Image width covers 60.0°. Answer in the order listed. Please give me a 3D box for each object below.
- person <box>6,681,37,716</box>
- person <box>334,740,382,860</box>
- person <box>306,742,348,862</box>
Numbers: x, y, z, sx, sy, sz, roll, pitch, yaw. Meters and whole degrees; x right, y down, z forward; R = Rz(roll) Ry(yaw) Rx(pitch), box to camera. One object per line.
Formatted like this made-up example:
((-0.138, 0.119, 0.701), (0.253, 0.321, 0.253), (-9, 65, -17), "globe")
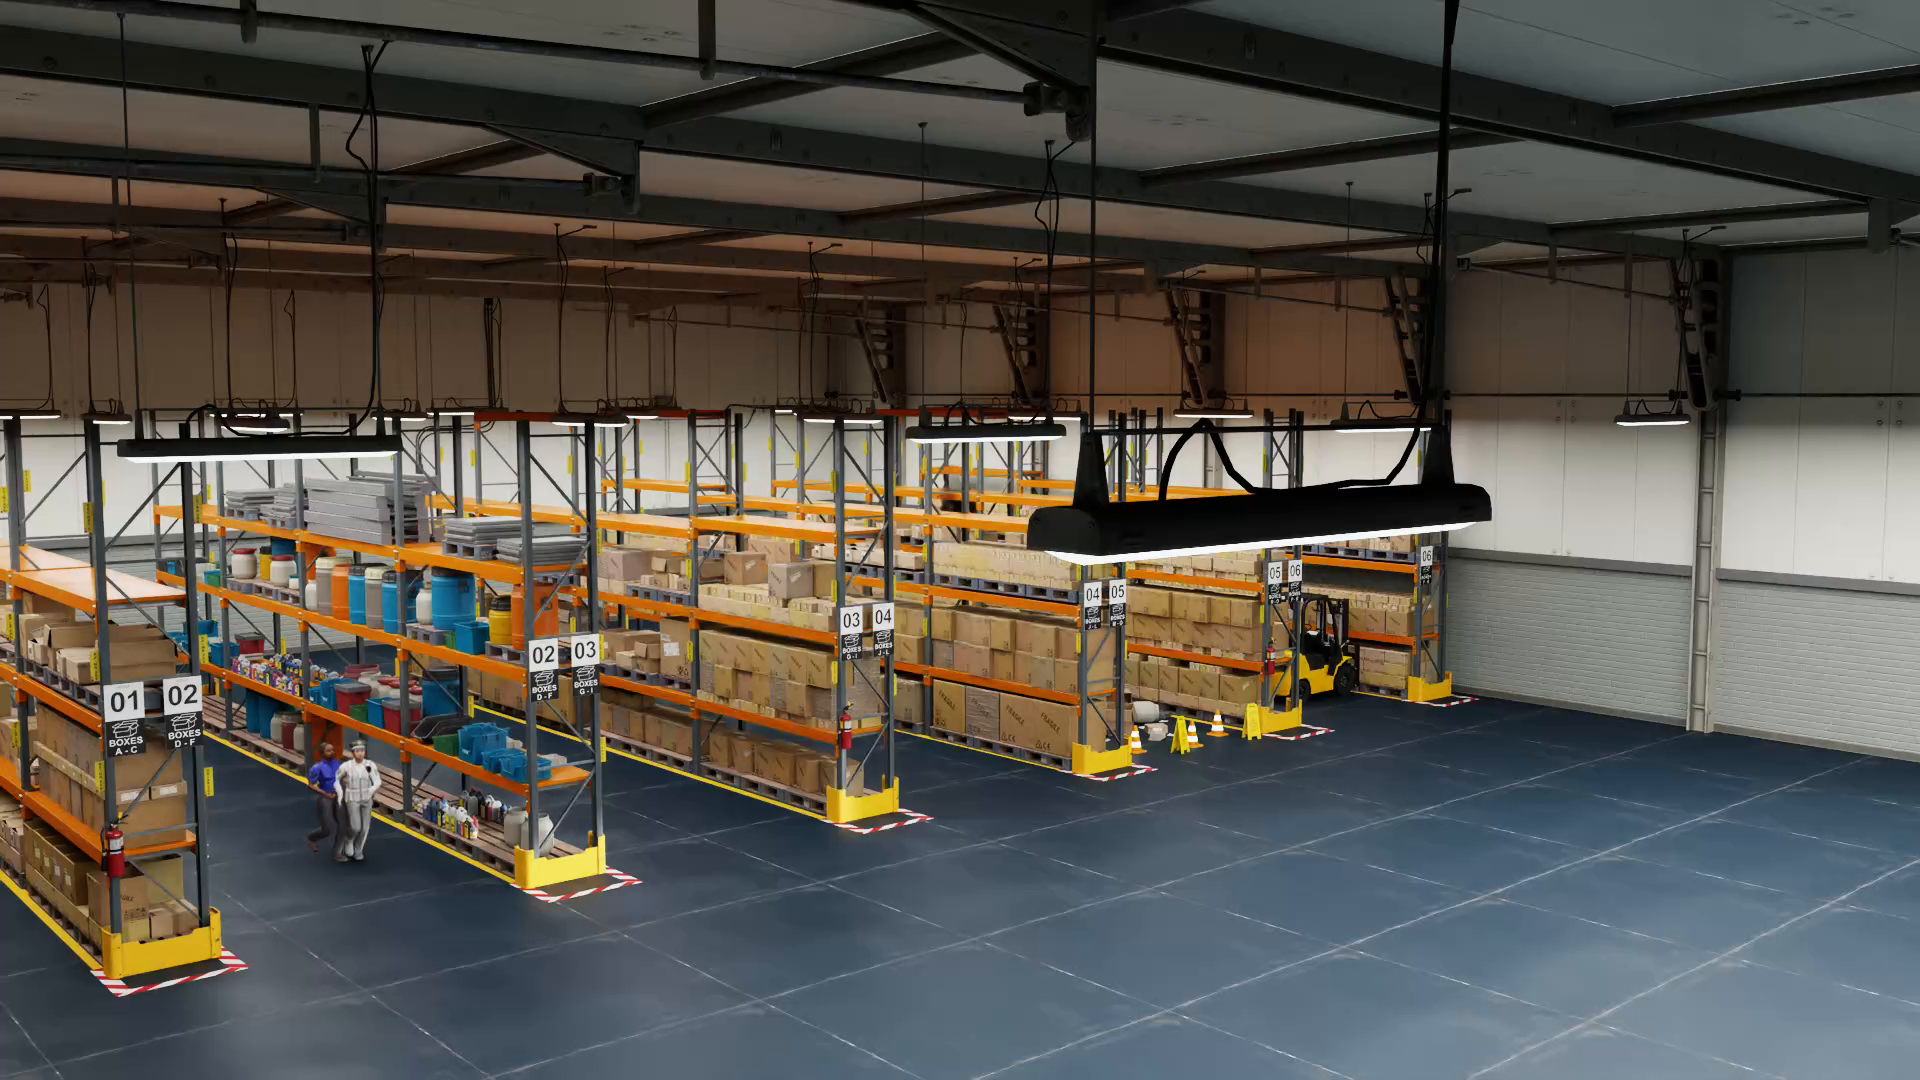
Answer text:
((-17.867, 2.714, 31.414), (0.836, 1.757, 0.709), (2, 5, 20), "person")
((-8.113, 3.523, 22.476), (0.603, 1.647, 0.558), (-3, 6, -33), "person")
((-8.574, 3.543, 22.598), (0.672, 1.607, 0.579), (3, 6, 32), "person")
